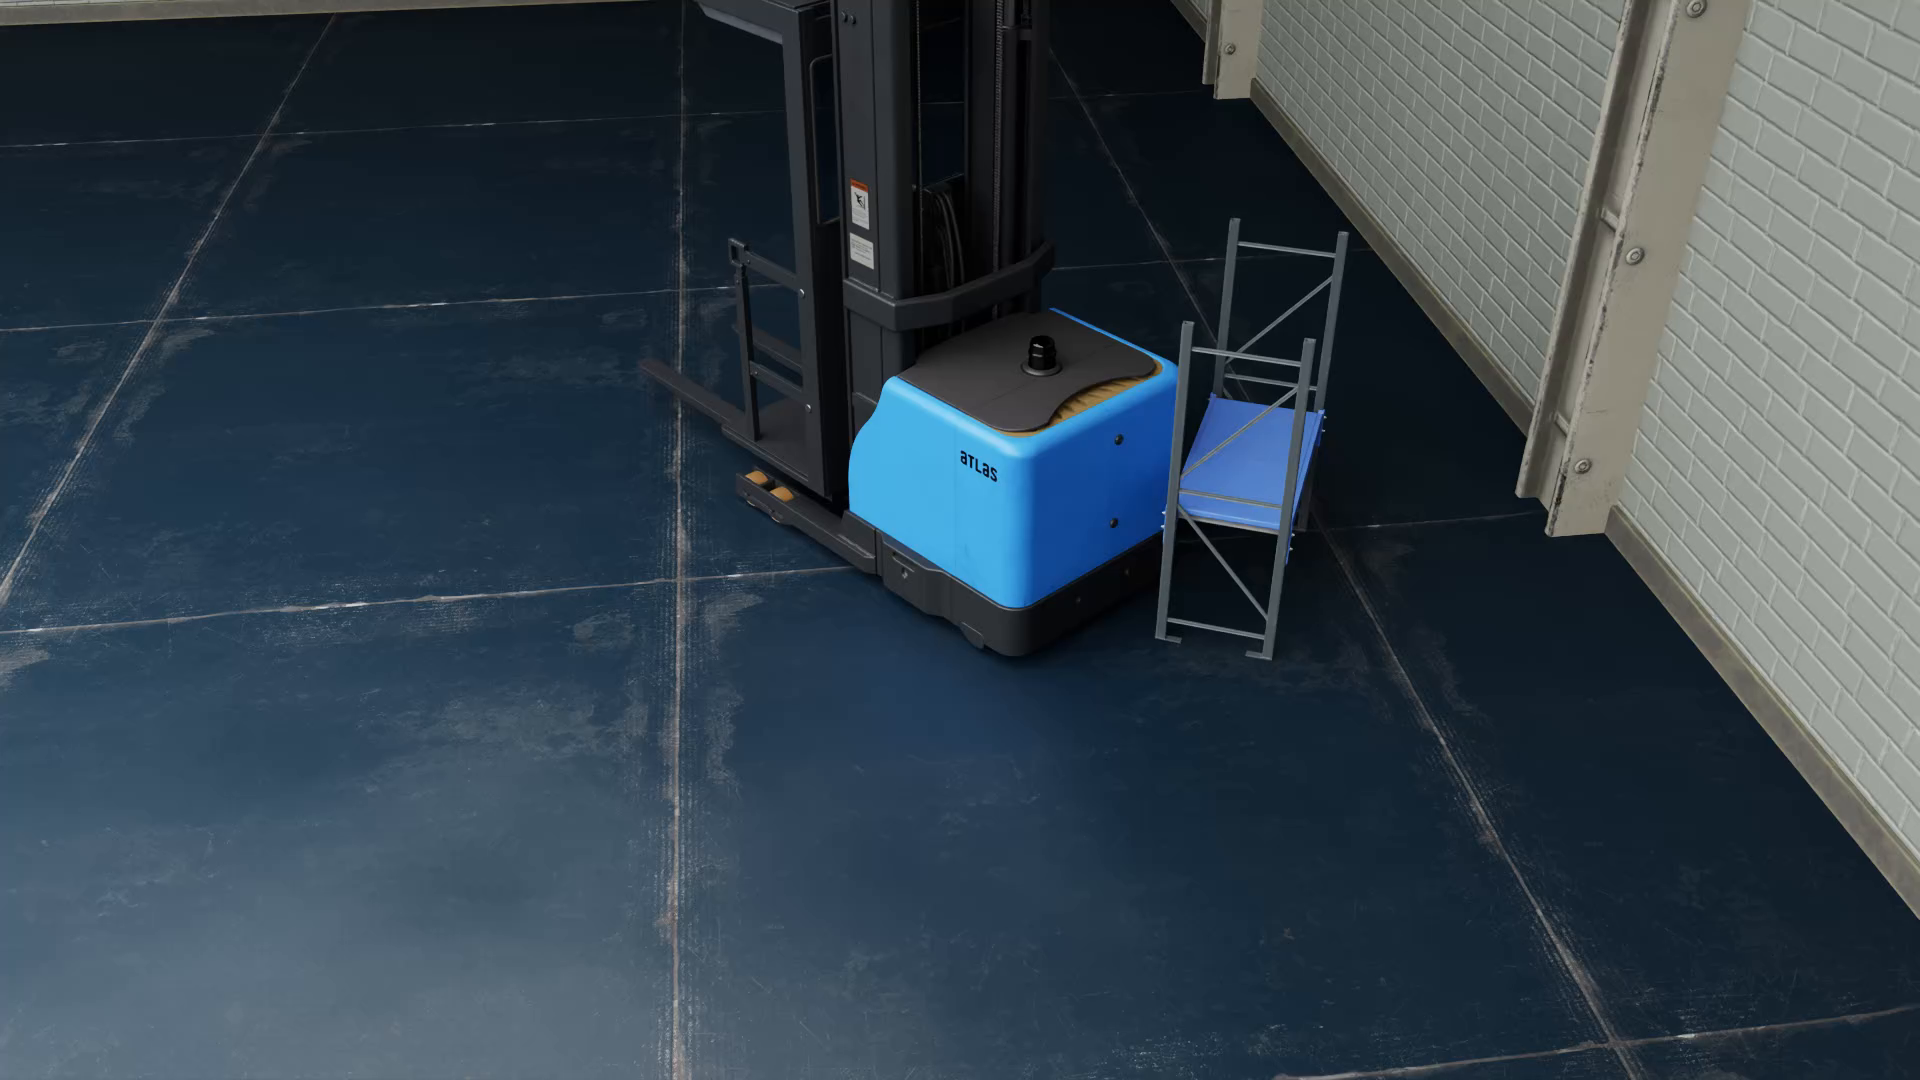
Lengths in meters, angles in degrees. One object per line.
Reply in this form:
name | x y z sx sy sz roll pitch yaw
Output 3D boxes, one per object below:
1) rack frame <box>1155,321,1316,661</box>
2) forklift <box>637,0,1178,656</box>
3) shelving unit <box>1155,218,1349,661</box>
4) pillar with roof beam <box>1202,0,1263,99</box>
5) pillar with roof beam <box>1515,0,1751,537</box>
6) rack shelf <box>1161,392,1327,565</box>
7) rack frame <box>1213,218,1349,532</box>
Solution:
rack frame | 1.081 -0.161 6.654 0.500 1.500 0.032 10 36 15
forklift | -0.424 -1.468 7.302 1.130 2.935 3.031 -28 43 -34
shelving unit | 1.236 -0.434 7.054 0.538 1.500 1.048 10 36 15
pillar with roof beam | -2.194 -6.877 9.851 9.100 9.000 0.400 -4 35 -6
pillar with roof beam | -1.387 -3.529 4.938 9.100 9.000 0.400 -4 35 -6
rack shelf | 1.235 -0.285 7.155 0.538 0.185 1.000 10 36 15
rack frame | 1.391 -0.707 7.454 0.500 1.500 0.032 10 36 15
